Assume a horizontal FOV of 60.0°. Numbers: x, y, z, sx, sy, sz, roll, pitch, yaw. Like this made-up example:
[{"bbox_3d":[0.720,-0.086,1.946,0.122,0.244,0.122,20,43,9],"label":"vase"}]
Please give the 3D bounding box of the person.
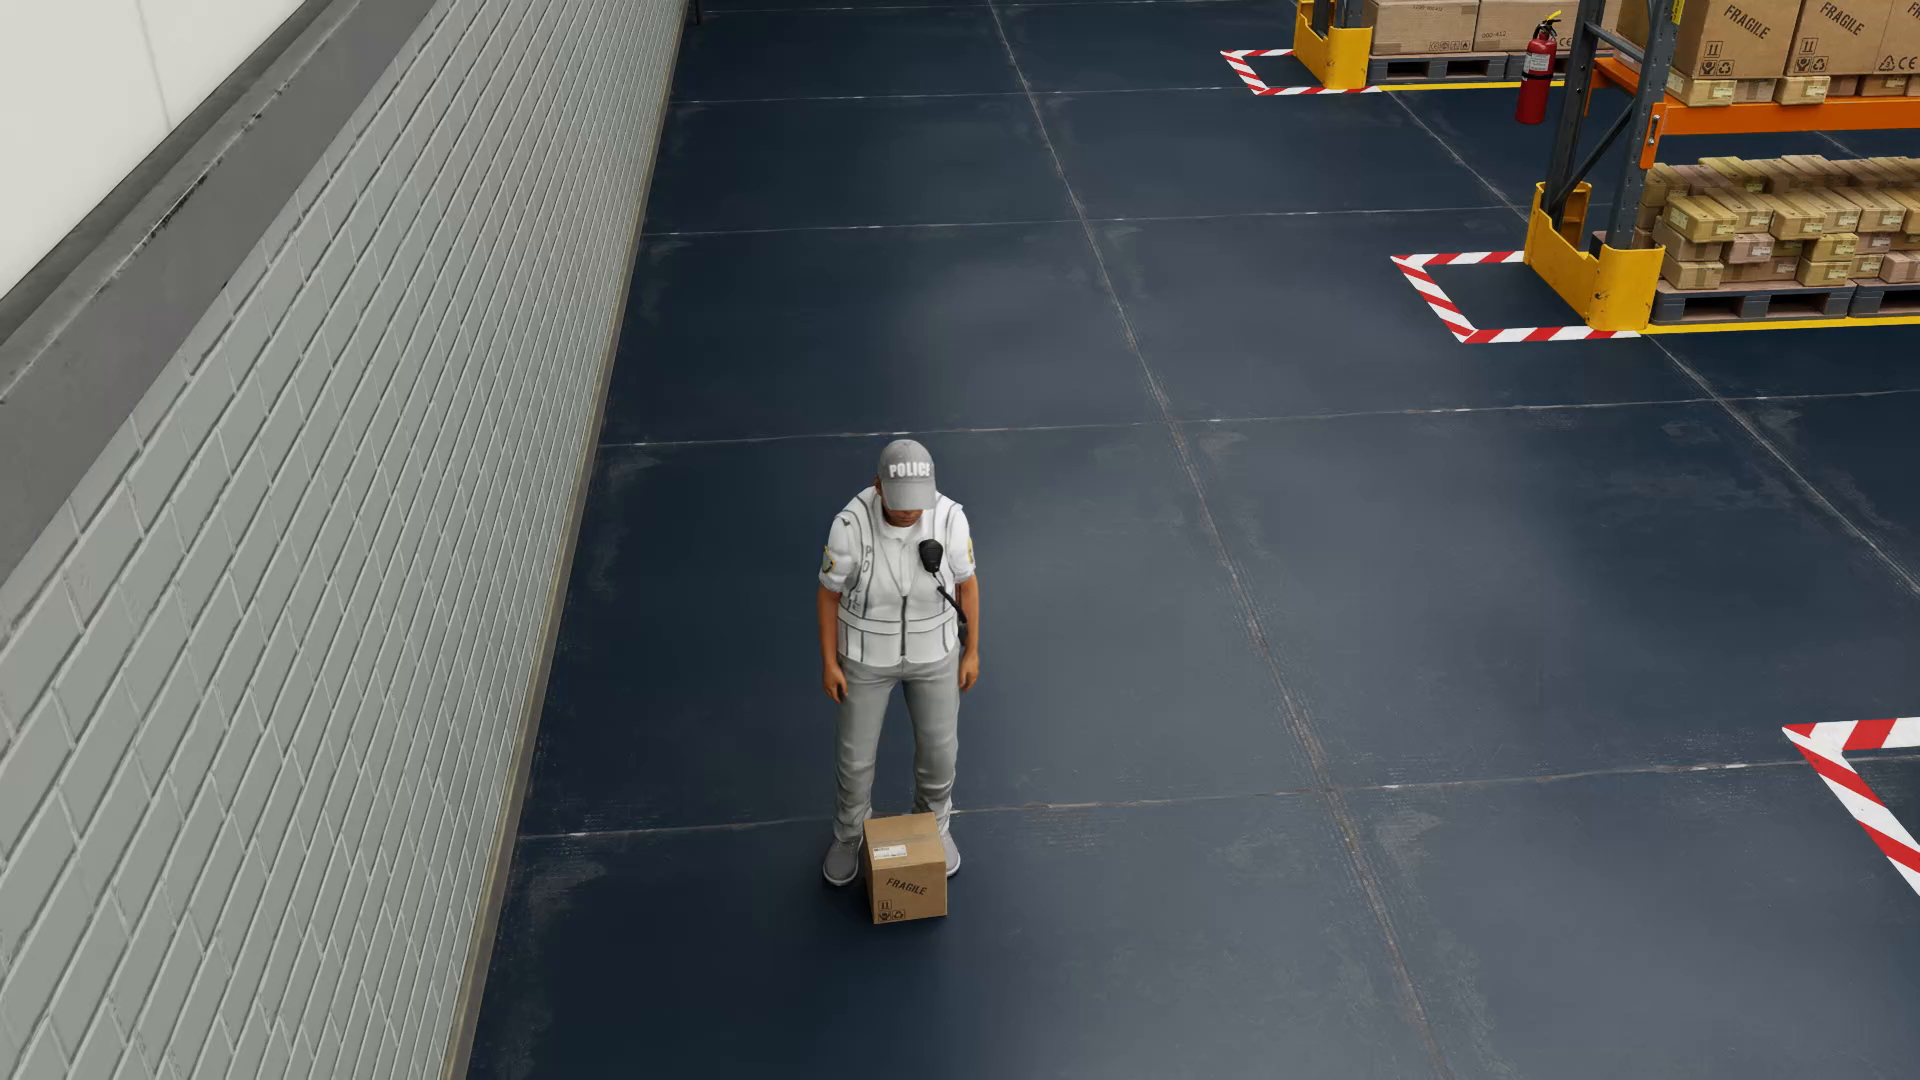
[{"bbox_3d":[-0.209,0.399,5.470,0.564,1.667,0.452,-4,32,-7],"label":"person"}]
